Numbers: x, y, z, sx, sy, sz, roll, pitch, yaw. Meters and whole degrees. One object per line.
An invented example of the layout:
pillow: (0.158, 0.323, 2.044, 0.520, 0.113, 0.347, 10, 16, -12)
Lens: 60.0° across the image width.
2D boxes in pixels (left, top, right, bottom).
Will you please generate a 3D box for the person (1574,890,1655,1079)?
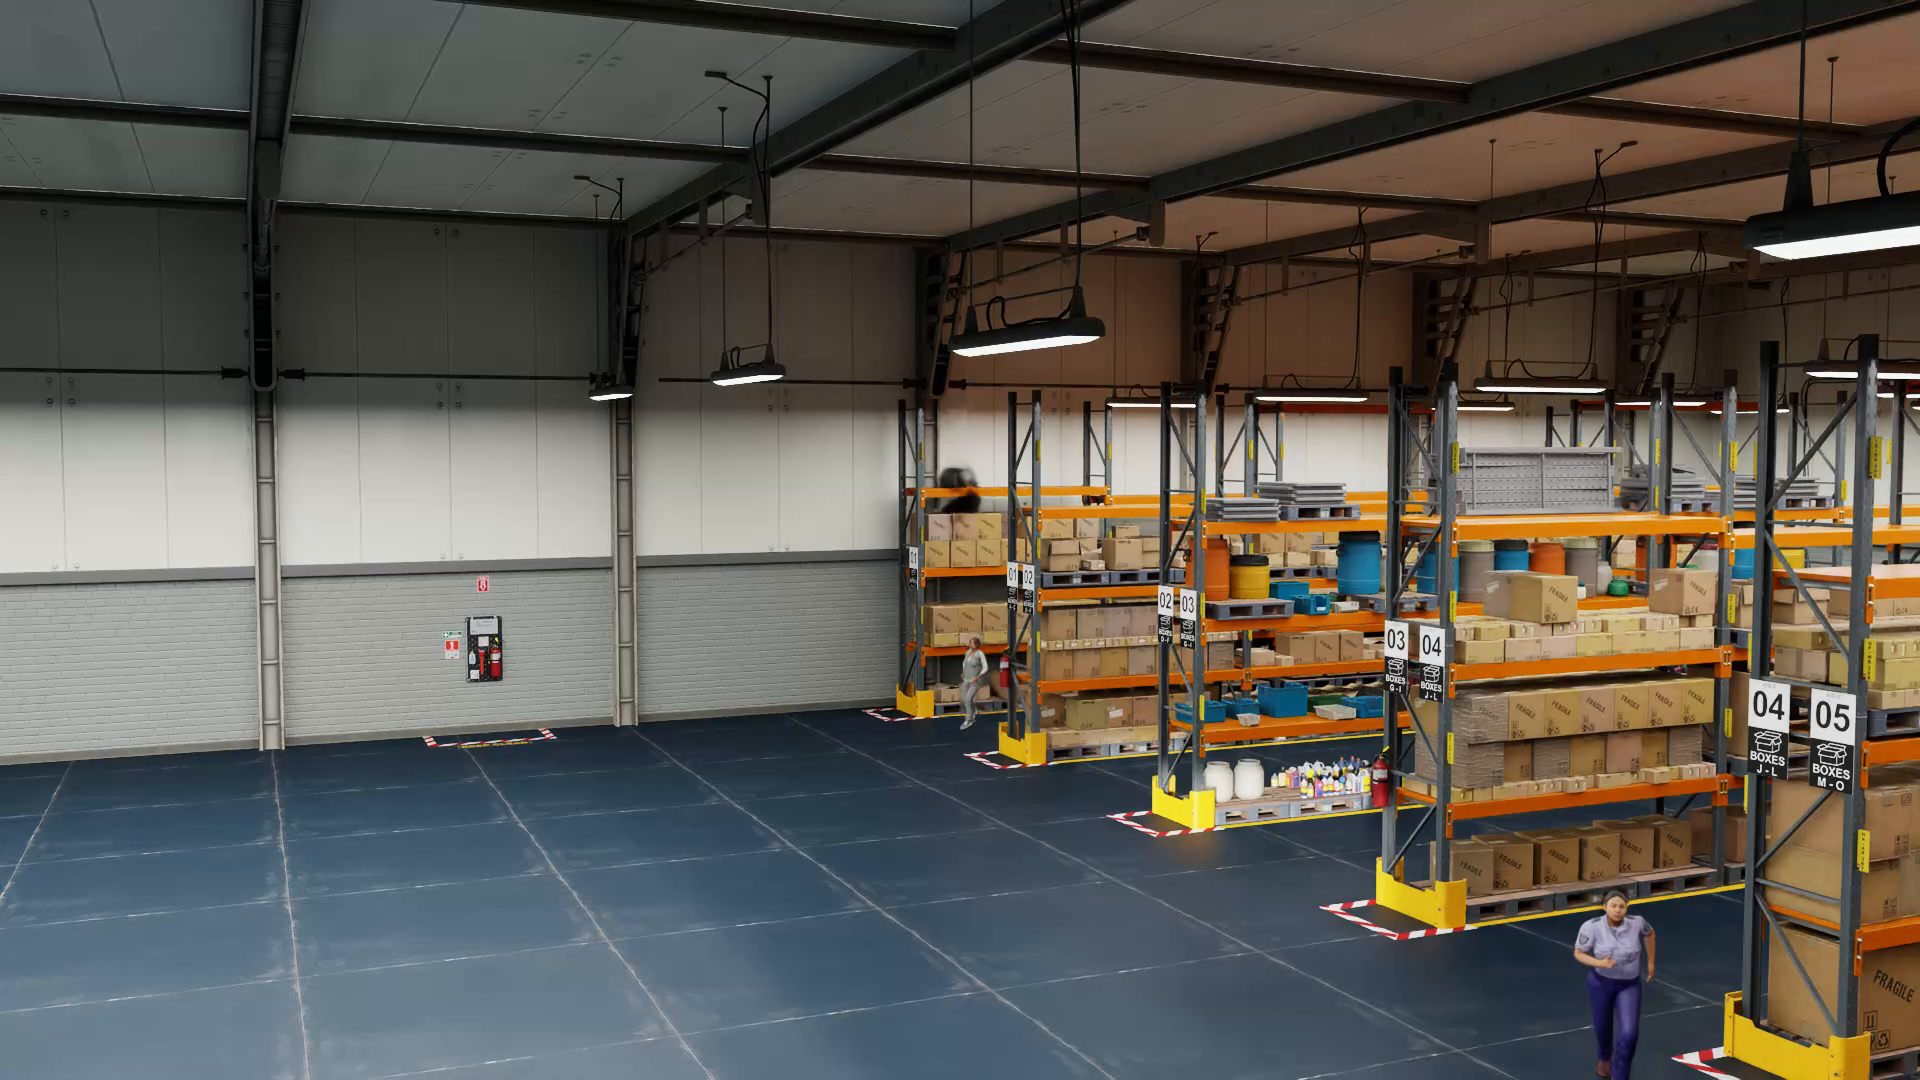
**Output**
person: (5.188, 3.590, 13.196, 0.626, 1.671, 0.830, 1, 3, 15)

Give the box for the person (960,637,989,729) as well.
person: (0.250, 2.444, 28.565, 0.566, 1.578, 0.487, 2, 4, 35)
